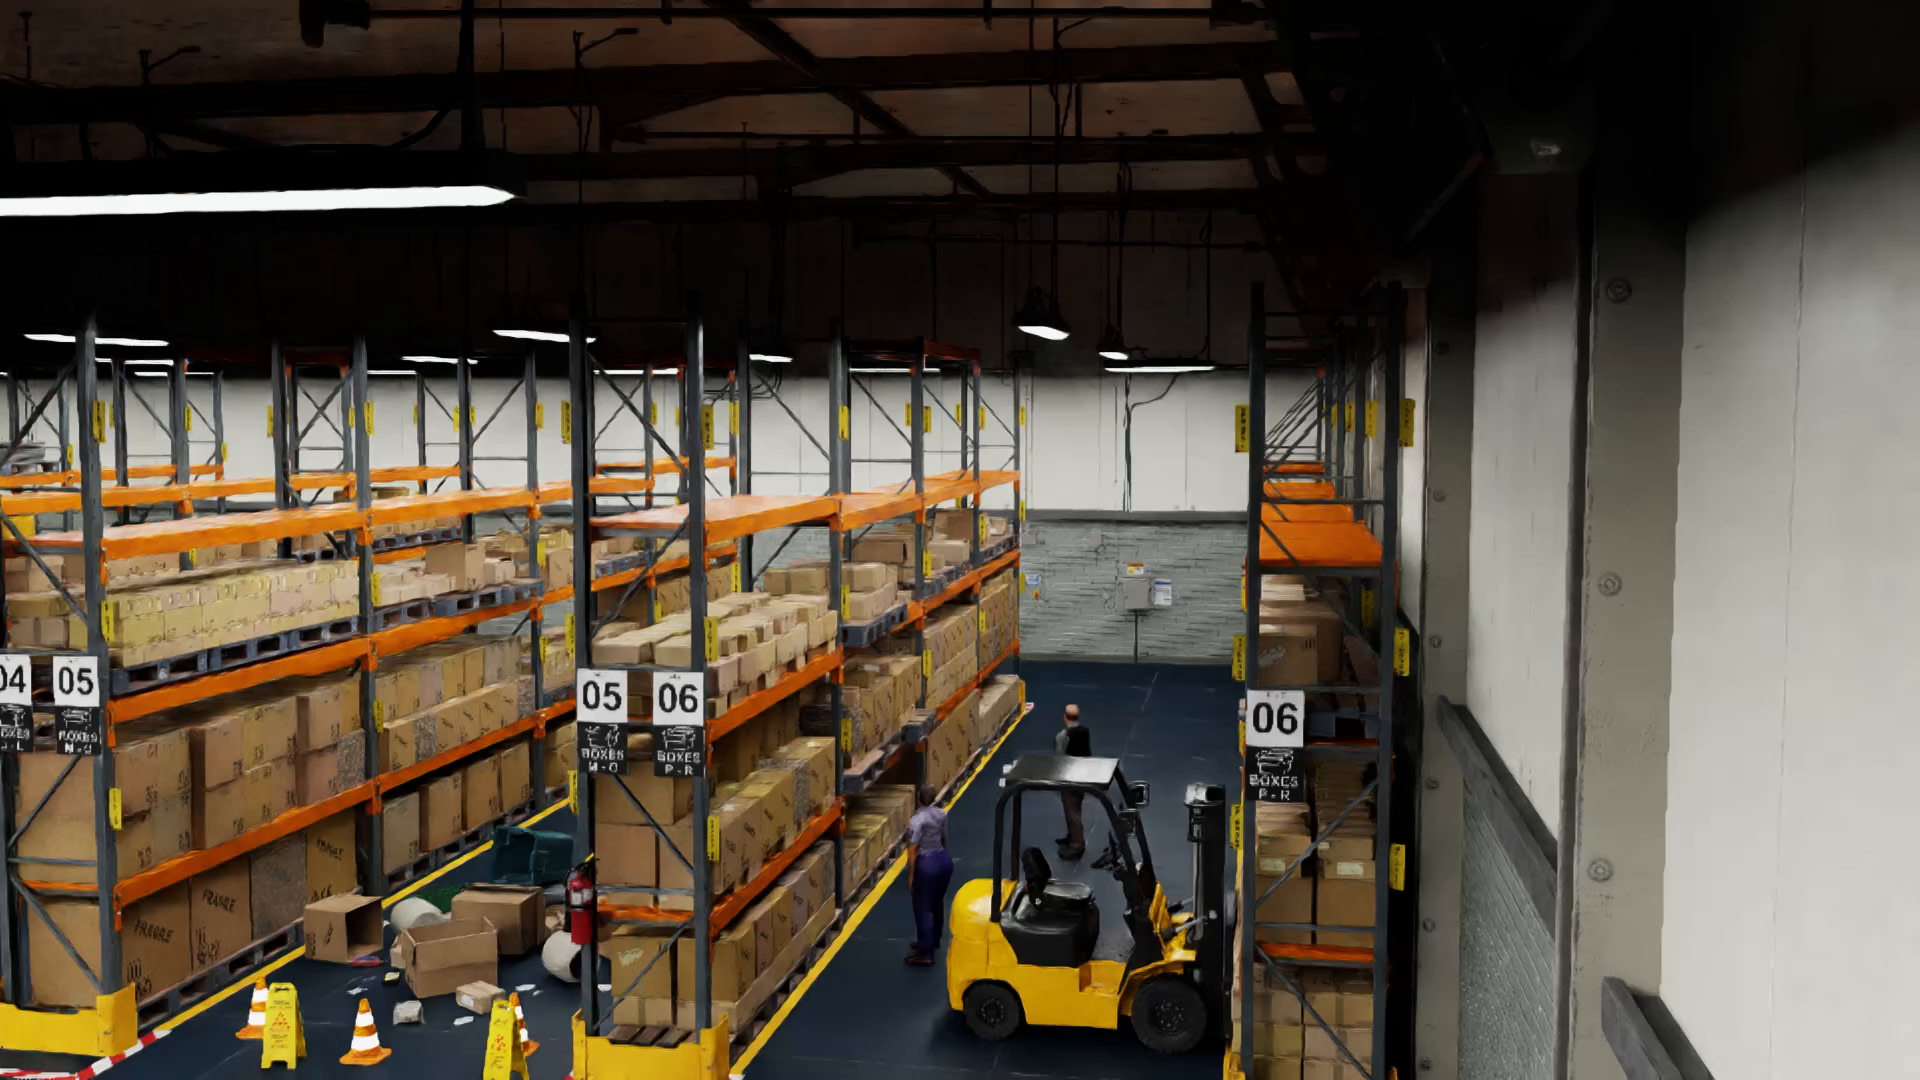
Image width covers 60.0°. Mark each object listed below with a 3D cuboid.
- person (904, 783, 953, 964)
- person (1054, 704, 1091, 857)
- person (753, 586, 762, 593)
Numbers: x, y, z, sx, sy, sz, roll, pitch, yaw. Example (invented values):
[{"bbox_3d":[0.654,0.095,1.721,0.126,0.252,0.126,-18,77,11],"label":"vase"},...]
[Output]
[{"bbox_3d":[-0.338,3.086,15.542,0.470,1.652,0.523,4,6,42],"label":"person"},{"bbox_3d":[1.274,2.748,19.245,0.576,1.709,0.626,4,6,39],"label":"person"},{"bbox_3d":[-3.850,1.724,32.436,0.579,1.665,0.978,3,5,31],"label":"person"}]
